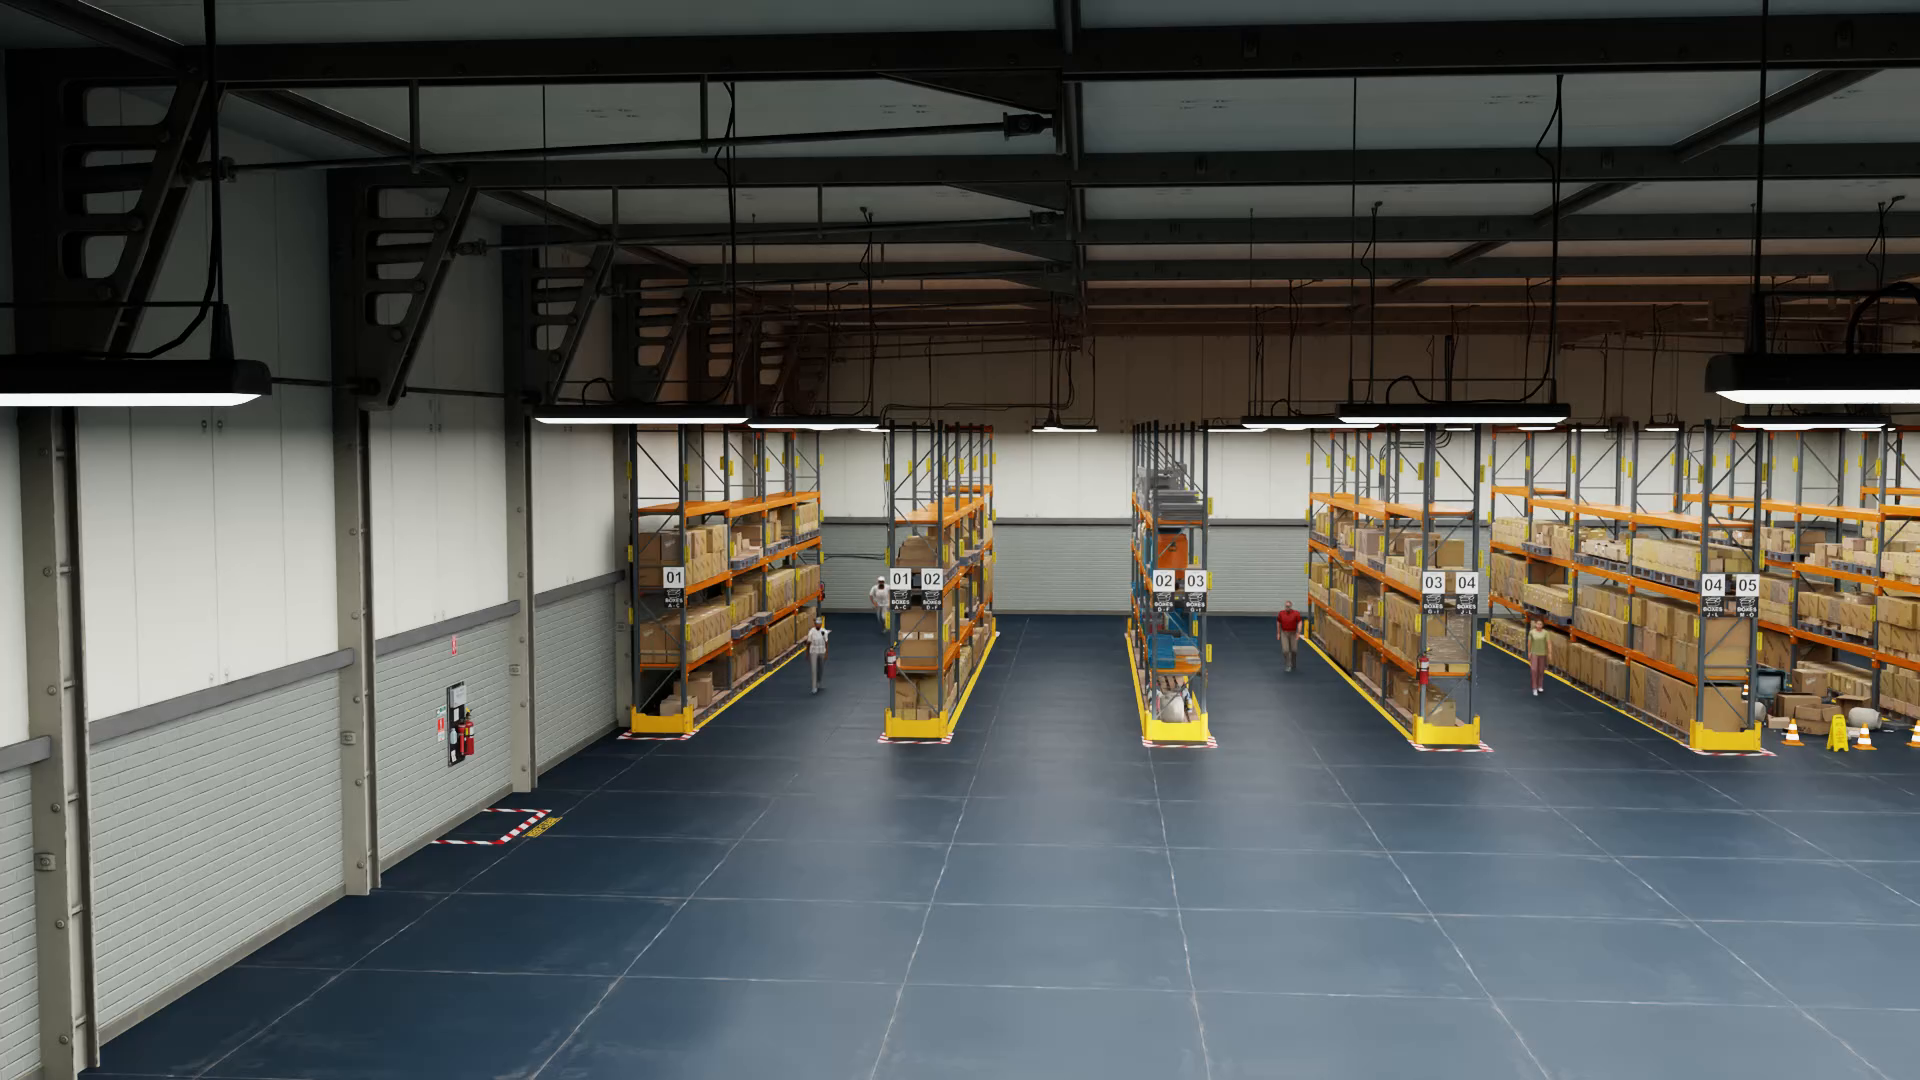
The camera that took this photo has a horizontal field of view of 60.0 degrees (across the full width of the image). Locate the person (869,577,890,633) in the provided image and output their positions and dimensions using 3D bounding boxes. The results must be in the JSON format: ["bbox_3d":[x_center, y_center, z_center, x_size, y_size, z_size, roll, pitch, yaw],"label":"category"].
[{"bbox_3d":[-2.226,1.867,47.795,0.702,1.668,0.696,1,4,14],"label":"person"}]

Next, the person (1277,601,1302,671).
[{"bbox_3d":[8.036,2.314,40.525,0.598,1.707,0.612,1,4,15],"label":"person"}]

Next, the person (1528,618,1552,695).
[{"bbox_3d":[12.827,2.667,36.805,0.492,1.465,0.681,1,4,14],"label":"person"}]

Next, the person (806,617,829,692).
[{"bbox_3d":[-3.175,2.533,37.118,0.493,1.632,0.941,-1,4,-20],"label":"person"}]
